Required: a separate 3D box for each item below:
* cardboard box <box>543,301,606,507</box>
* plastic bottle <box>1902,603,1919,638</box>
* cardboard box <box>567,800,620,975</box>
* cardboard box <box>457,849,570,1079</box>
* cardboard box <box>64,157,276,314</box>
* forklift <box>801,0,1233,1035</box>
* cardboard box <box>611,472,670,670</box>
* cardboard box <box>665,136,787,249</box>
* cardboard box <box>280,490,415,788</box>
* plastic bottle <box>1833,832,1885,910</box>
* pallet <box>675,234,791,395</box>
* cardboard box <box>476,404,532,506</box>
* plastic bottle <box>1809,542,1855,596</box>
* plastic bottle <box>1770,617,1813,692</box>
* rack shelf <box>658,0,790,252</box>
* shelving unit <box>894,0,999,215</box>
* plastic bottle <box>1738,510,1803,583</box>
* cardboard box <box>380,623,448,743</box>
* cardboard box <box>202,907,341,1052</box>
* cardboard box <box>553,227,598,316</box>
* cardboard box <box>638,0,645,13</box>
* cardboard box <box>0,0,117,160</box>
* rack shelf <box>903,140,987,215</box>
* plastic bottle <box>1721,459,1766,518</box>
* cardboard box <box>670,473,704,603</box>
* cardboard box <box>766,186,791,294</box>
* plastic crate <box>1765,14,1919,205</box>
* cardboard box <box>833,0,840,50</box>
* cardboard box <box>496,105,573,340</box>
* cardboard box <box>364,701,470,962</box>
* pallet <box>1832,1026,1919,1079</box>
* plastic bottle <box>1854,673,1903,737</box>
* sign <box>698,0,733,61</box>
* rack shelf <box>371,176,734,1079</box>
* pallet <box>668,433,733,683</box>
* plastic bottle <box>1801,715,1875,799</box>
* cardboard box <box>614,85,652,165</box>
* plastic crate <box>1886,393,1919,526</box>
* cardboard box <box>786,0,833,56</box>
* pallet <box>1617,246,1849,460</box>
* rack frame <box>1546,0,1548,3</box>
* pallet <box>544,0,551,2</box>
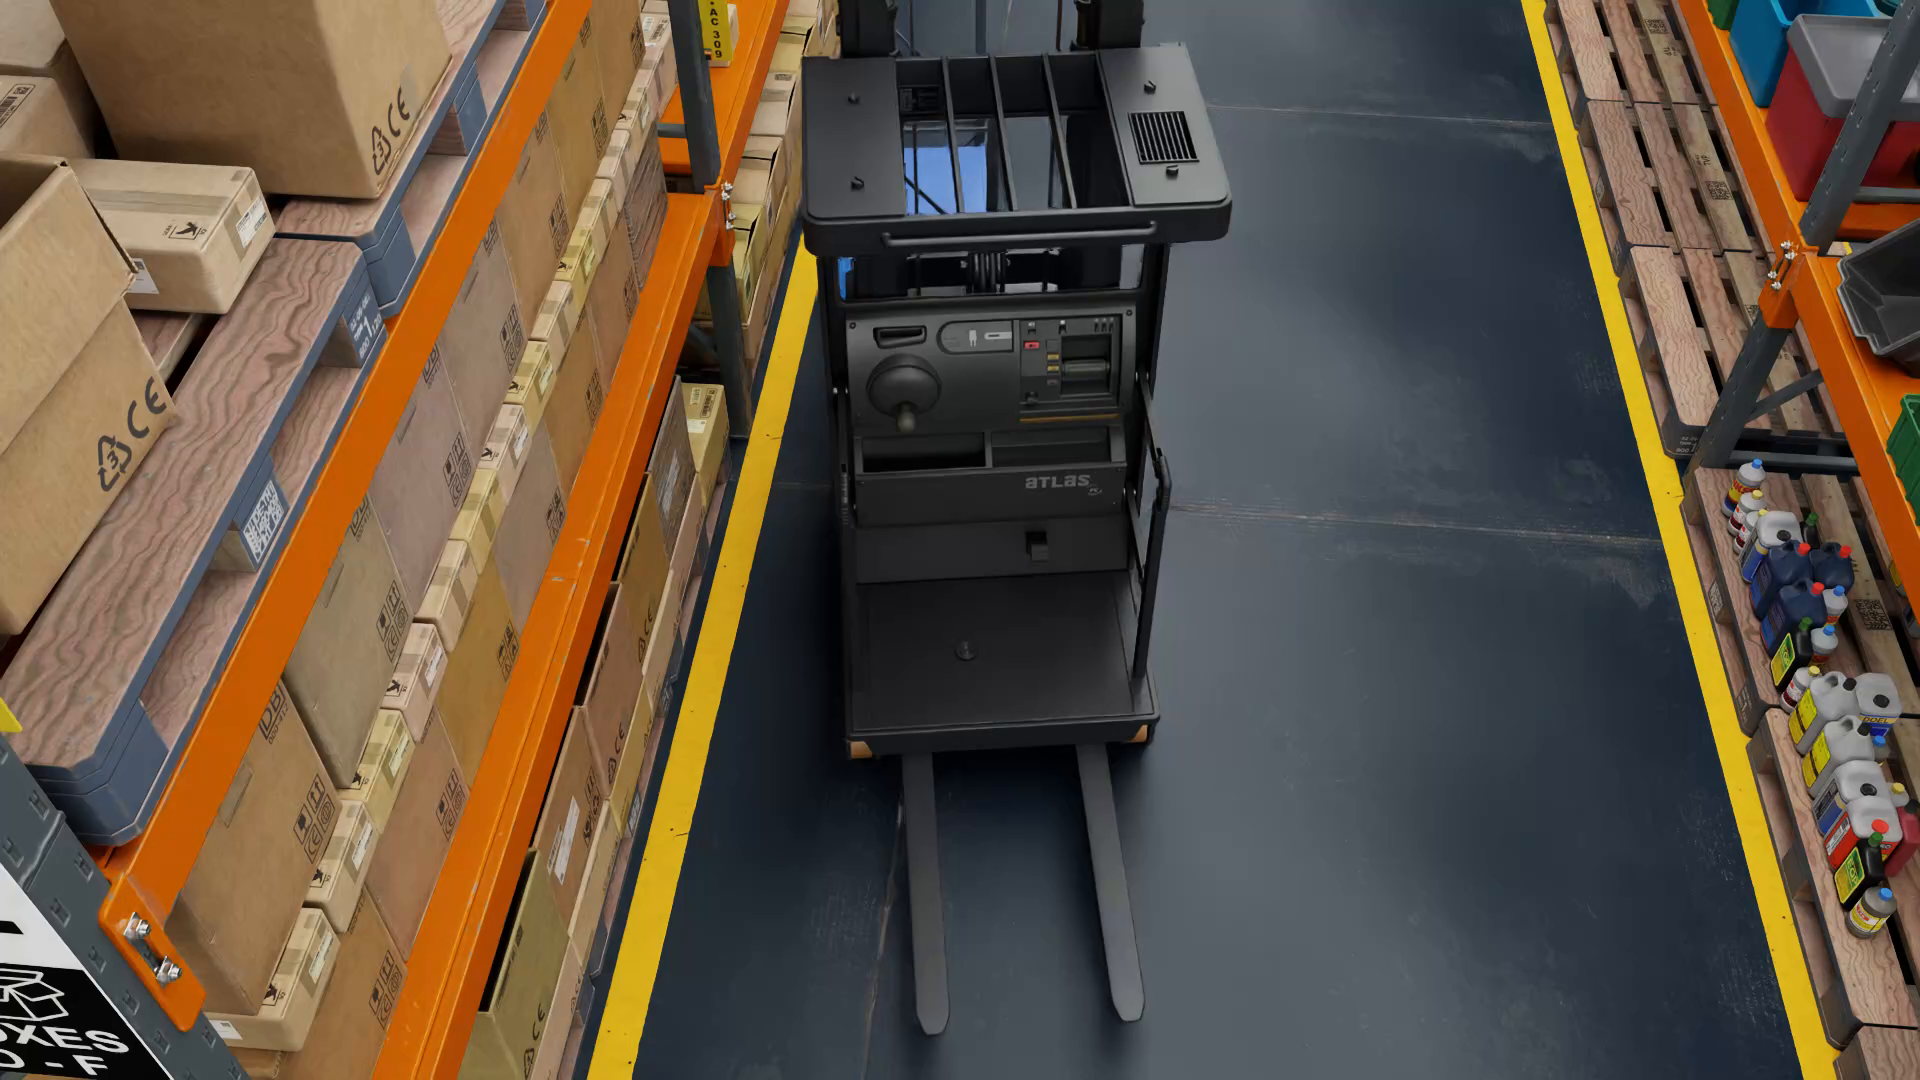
[{"bbox_3d":[-1.528,-0.473,5.108,0.700,0.500,0.500,5,48,4],"label":"cardboard box"},{"bbox_3d":[3.591,0.227,6.084,0.152,0.276,0.135,4,48,4],"label":"plastic bottle"},{"bbox_3d":[-1.409,1.089,5.326,0.500,0.250,0.500,4,48,4],"label":"cardboard box"},{"bbox_3d":[-1.453,1.204,4.713,0.500,0.500,0.500,4,48,4],"label":"cardboard box"},{"bbox_3d":[-1.484,-0.552,3.006,0.380,0.149,0.250,4,48,4],"label":"cardboard box"},{"bbox_3d":[0.119,-0.457,5.208,1.130,2.935,3.031,-3,48,-3],"label":"forklift"},{"bbox_3d":[-1.326,0.101,5.722,0.500,0.500,0.500,4,48,4],"label":"cardboard box"},{"bbox_3d":[-1.066,-1.580,7.387,0.500,0.311,0.500,3,48,3],"label":"cardboard box"},{"bbox_3d":[-1.664,0.178,3.634,0.700,0.500,0.500,3,48,3],"label":"cardboard box"},{"bbox_3d":[2.889,1.055,5.321,0.061,0.283,0.133,5,48,4],"label":"plastic bottle"},{"bbox_3d":[-1.374,-1.125,7.662,1.003,0.211,1.213,4,48,4],"label":"pallet"},{"bbox_3d":[-1.376,-0.239,4.454,0.380,0.149,0.250,4,48,4],"label":"cardboard box"},{"bbox_3d":[3.187,0.134,6.118,0.144,0.351,0.185,4,48,4],"label":"plastic bottle"},{"bbox_3d":[2.969,0.404,5.916,0.061,0.283,0.133,6,48,5],"label":"plastic bottle"},{"bbox_3d":[-1.220,-2.749,7.745,1.077,0.370,4.000,4,48,4],"label":"rack shelf"},{"bbox_3d":[-0.121,-1.496,7.128,0.538,1.500,1.048,-2,48,-1],"label":"shelving unit"},{"bbox_3d":[3.062,0.028,6.265,0.152,0.276,0.135,5,48,5],"label":"plastic bottle"},{"bbox_3d":[-1.446,0.328,3.936,0.380,0.149,0.250,3,48,3],"label":"cardboard box"},{"bbox_3d":[-1.517,0.891,3.421,0.380,0.149,0.250,4,48,3],"label":"cardboard box"},{"bbox_3d":[-1.308,-0.813,4.979,0.380,0.149,0.250,4,48,3],"label":"cardboard box"},{"bbox_3d":[-1.505,-2.135,6.787,0.396,0.266,0.258,3,48,3],"label":"cardboard box"},{"bbox_3d":[-1.874,-1.027,3.330,0.500,0.311,0.500,9,48,8],"label":"cardboard box"},{"bbox_3d":[-0.121,-1.375,7.261,0.538,0.185,1.000,-2,48,-1],"label":"rack shelf"},{"bbox_3d":[3.064,-0.209,6.485,0.097,0.271,0.097,0,48,0],"label":"plastic bottle"},{"bbox_3d":[-1.282,-0.014,6.335,0.500,0.250,0.500,4,48,4],"label":"cardboard box"},{"bbox_3d":[-1.071,-1.391,7.594,0.500,0.250,0.500,5,48,5],"label":"cardboard box"},{"bbox_3d":[3.269,-1.584,6.149,0.402,0.464,0.583,4,48,4],"label":"plastic crate"},{"bbox_3d":[-0.886,-2.893,8.968,0.500,0.250,0.500,3,48,3],"label":"cardboard box"},{"bbox_3d":[-1.528,-0.928,4.645,0.700,0.500,0.500,4,48,4],"label":"cardboard box"},{"bbox_3d":[-1.669,0.655,4.076,0.700,0.500,0.500,5,48,5],"label":"cardboard box"},{"bbox_3d":[3.205,2.038,4.768,1.003,0.211,1.213,4,48,4],"label":"pallet"},{"bbox_3d":[3.137,0.592,5.749,0.152,0.276,0.135,4,48,4],"label":"plastic bottle"},{"bbox_3d":[-0.850,-1.805,5.754,0.100,0.325,0.005,4,48,4],"label":"sign"},{"bbox_3d":[-1.585,0.190,5.057,1.077,0.370,4.000,4,48,4],"label":"rack shelf"},{"bbox_3d":[-1.517,0.000,6.632,1.003,0.211,1.213,4,48,4],"label":"pallet"},{"bbox_3d":[2.970,0.712,5.589,0.144,0.351,0.185,6,48,5],"label":"plastic bottle"},{"bbox_3d":[-1.238,-1.379,5.497,0.380,0.149,0.250,3,48,3],"label":"cardboard box"},{"bbox_3d":[3.125,-0.136,5.011,0.450,0.188,0.662,4,48,4],"label":"plastic crate"},{"bbox_3d":[-0.930,-2.710,8.421,0.500,0.311,0.500,4,48,3],"label":"cardboard box"},{"bbox_3d":[3.563,-0.825,7.387,1.003,0.211,1.213,4,48,4],"label":"pallet"},{"bbox_3d":[3.895,-4.126,8.517,1.000,3.000,0.127,4,48,4],"label":"rack frame"},{"bbox_3d":[-1.454,-1.876,4.486,1.003,0.211,1.213,4,48,4],"label":"pallet"}]
